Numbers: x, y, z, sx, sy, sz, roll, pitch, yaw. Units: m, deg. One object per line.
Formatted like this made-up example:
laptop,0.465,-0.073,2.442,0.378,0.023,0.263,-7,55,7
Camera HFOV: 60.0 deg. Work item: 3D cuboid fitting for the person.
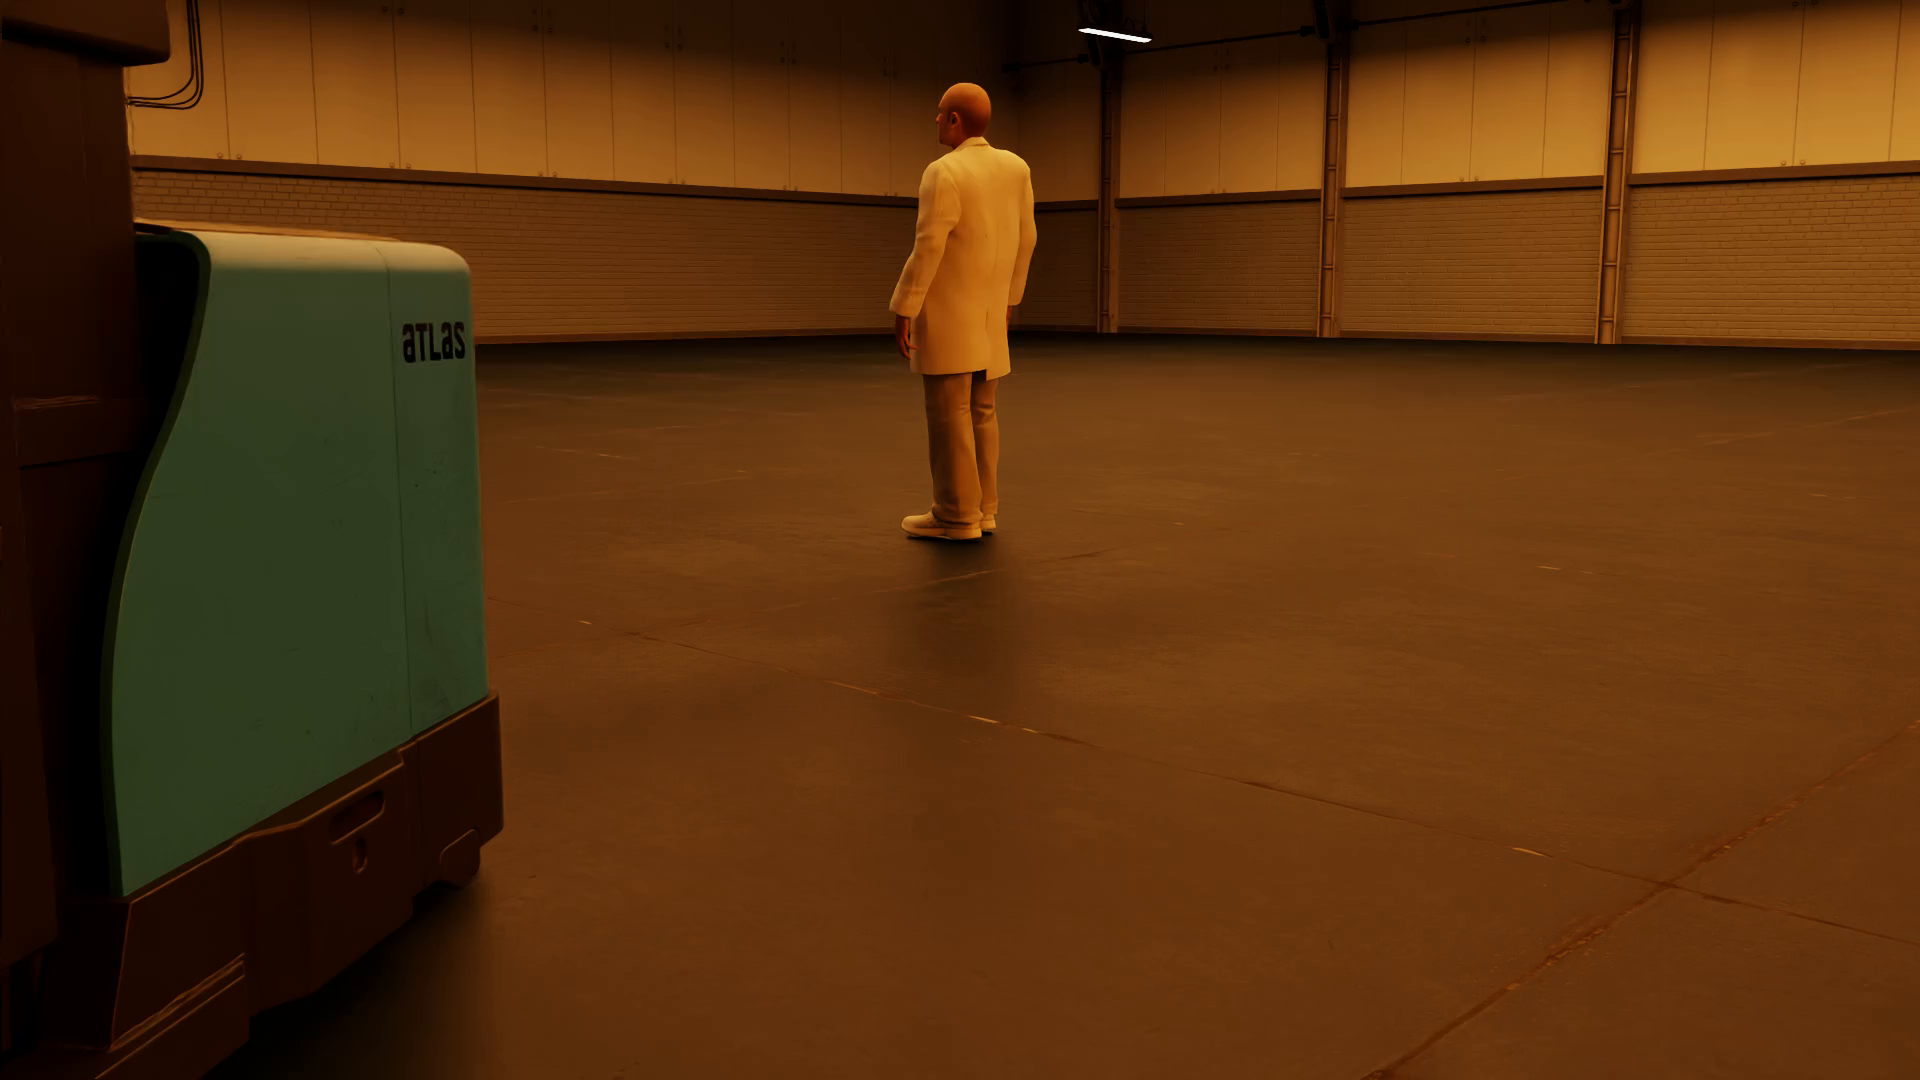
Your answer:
person,-0.060,-0.897,6.655,0.576,1.776,0.684,8,12,43

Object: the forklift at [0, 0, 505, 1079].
forklift,-1.533,-0.677,1.366,1.130,2.935,3.031,1,9,9
